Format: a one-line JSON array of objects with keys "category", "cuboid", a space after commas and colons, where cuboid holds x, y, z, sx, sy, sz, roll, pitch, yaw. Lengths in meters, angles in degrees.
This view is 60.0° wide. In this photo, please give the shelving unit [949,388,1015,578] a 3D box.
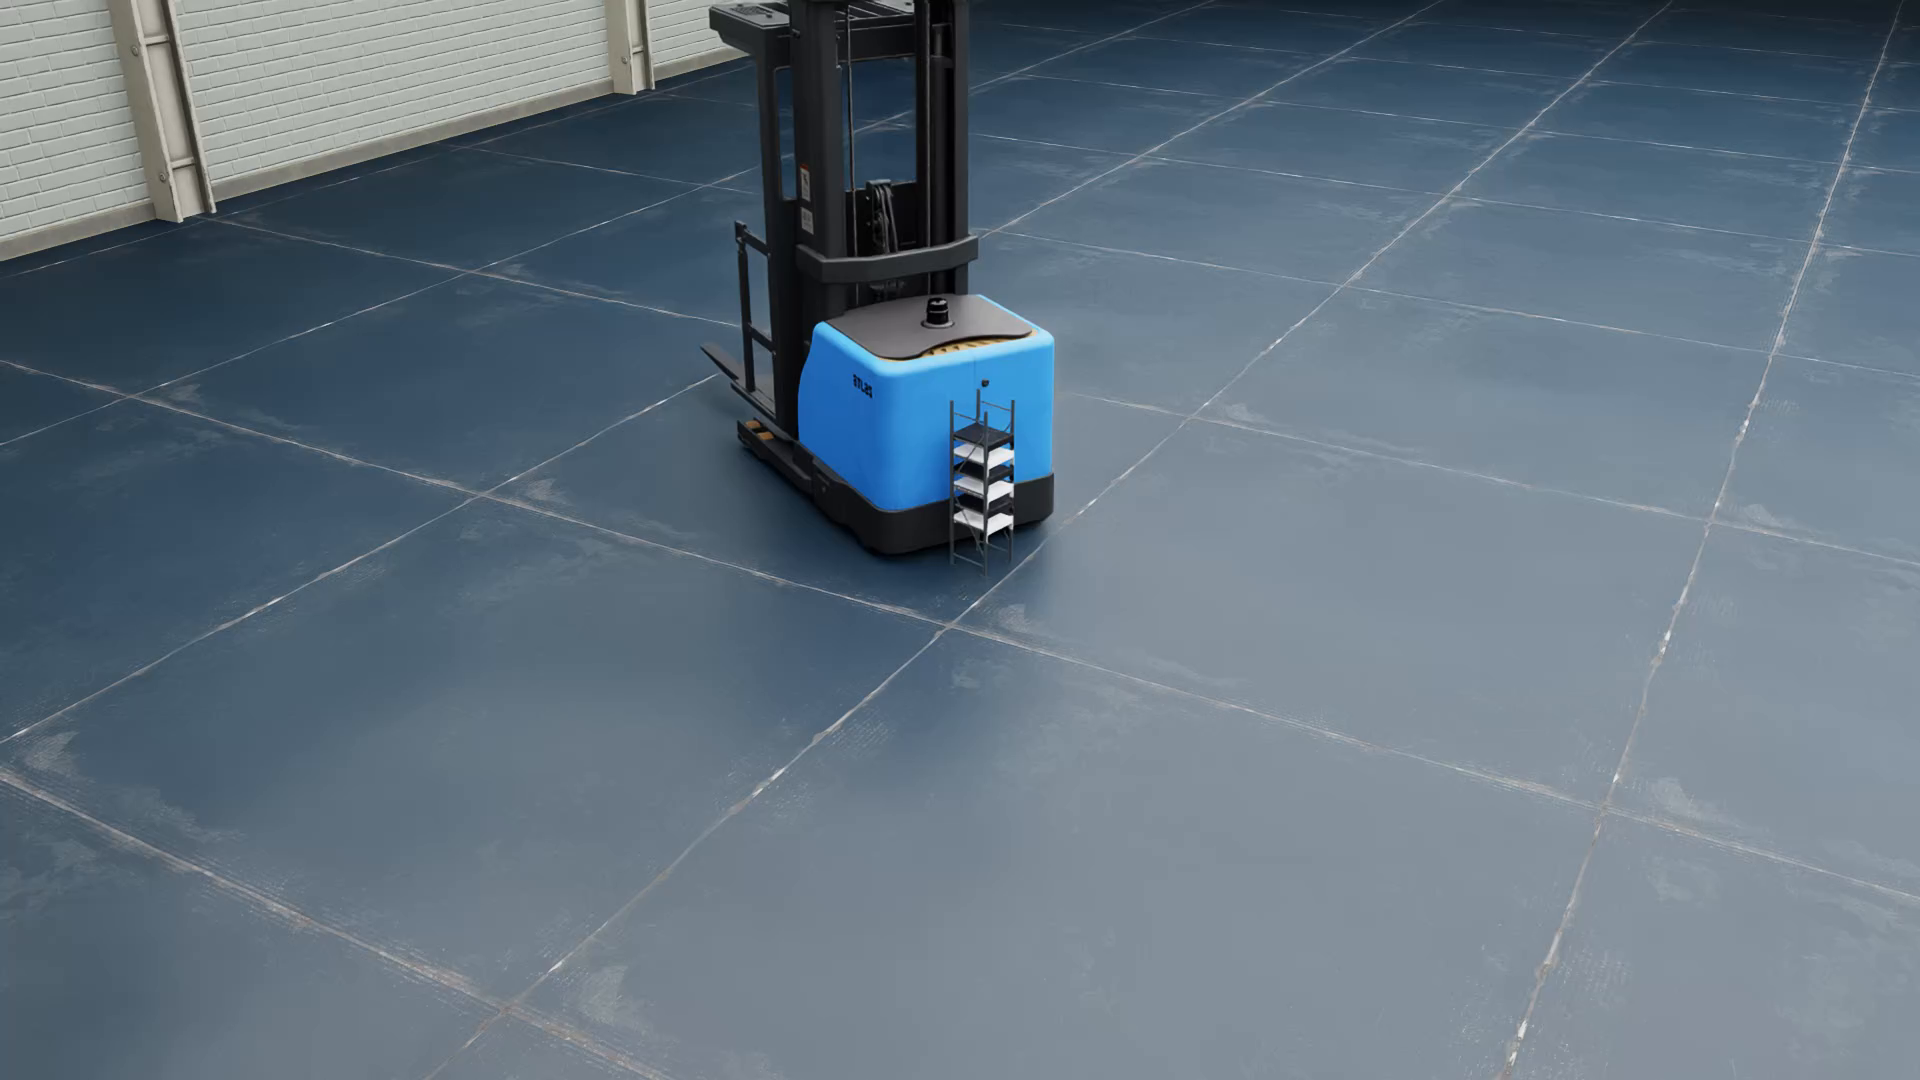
[{"category": "shelving unit", "cuboid": [0.109, -0.280, 8.304, 0.258, 0.900, 0.210, 21, 33, 36]}]

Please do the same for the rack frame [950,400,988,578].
[{"category": "rack frame", "cuboid": [0.042, -0.245, 8.235, 0.240, 0.900, 0.006, 21, 33, 36]}]

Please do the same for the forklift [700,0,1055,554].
[{"category": "forklift", "cuboid": [-0.658, -1.863, 9.196, 1.130, 2.935, 3.031, -14, 30, -26]}]

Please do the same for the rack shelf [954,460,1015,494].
[{"category": "rack shelf", "cuboid": [0.109, -0.331, 8.278, 0.258, 0.077, 0.200, 21, 33, 36]}]

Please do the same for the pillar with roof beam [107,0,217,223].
[{"category": "pillar with roof beam", "cuboid": [-2.937, -5.885, 10.452, 9.100, 9.000, 0.400, 14, 30, 26]}]

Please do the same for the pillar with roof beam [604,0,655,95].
[{"category": "pillar with roof beam", "cuboid": [0.014, -8.223, 15.124, 9.100, 9.000, 0.400, 14, 30, 26]}]

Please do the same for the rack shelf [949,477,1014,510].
[{"category": "rack shelf", "cuboid": [0.109, -0.250, 8.319, 0.258, 0.077, 0.200, 21, 33, 36]}]

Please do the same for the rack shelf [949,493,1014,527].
[{"category": "rack shelf", "cuboid": [0.109, -0.170, 8.359, 0.258, 0.077, 0.200, 21, 33, 36]}]

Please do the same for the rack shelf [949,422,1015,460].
[{"category": "rack shelf", "cuboid": [0.109, -0.491, 8.198, 0.258, 0.077, 0.200, 21, 33, 36]}]

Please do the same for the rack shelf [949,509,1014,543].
[{"category": "rack shelf", "cuboid": [0.109, -0.089, 8.399, 0.258, 0.077, 0.200, 21, 33, 36]}]

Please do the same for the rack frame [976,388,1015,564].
[{"category": "rack frame", "cuboid": [0.175, -0.314, 8.373, 0.240, 0.900, 0.006, 21, 33, 36]}]

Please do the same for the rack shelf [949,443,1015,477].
[{"category": "rack shelf", "cuboid": [0.109, -0.411, 8.238, 0.258, 0.077, 0.200, 21, 33, 36]}]
